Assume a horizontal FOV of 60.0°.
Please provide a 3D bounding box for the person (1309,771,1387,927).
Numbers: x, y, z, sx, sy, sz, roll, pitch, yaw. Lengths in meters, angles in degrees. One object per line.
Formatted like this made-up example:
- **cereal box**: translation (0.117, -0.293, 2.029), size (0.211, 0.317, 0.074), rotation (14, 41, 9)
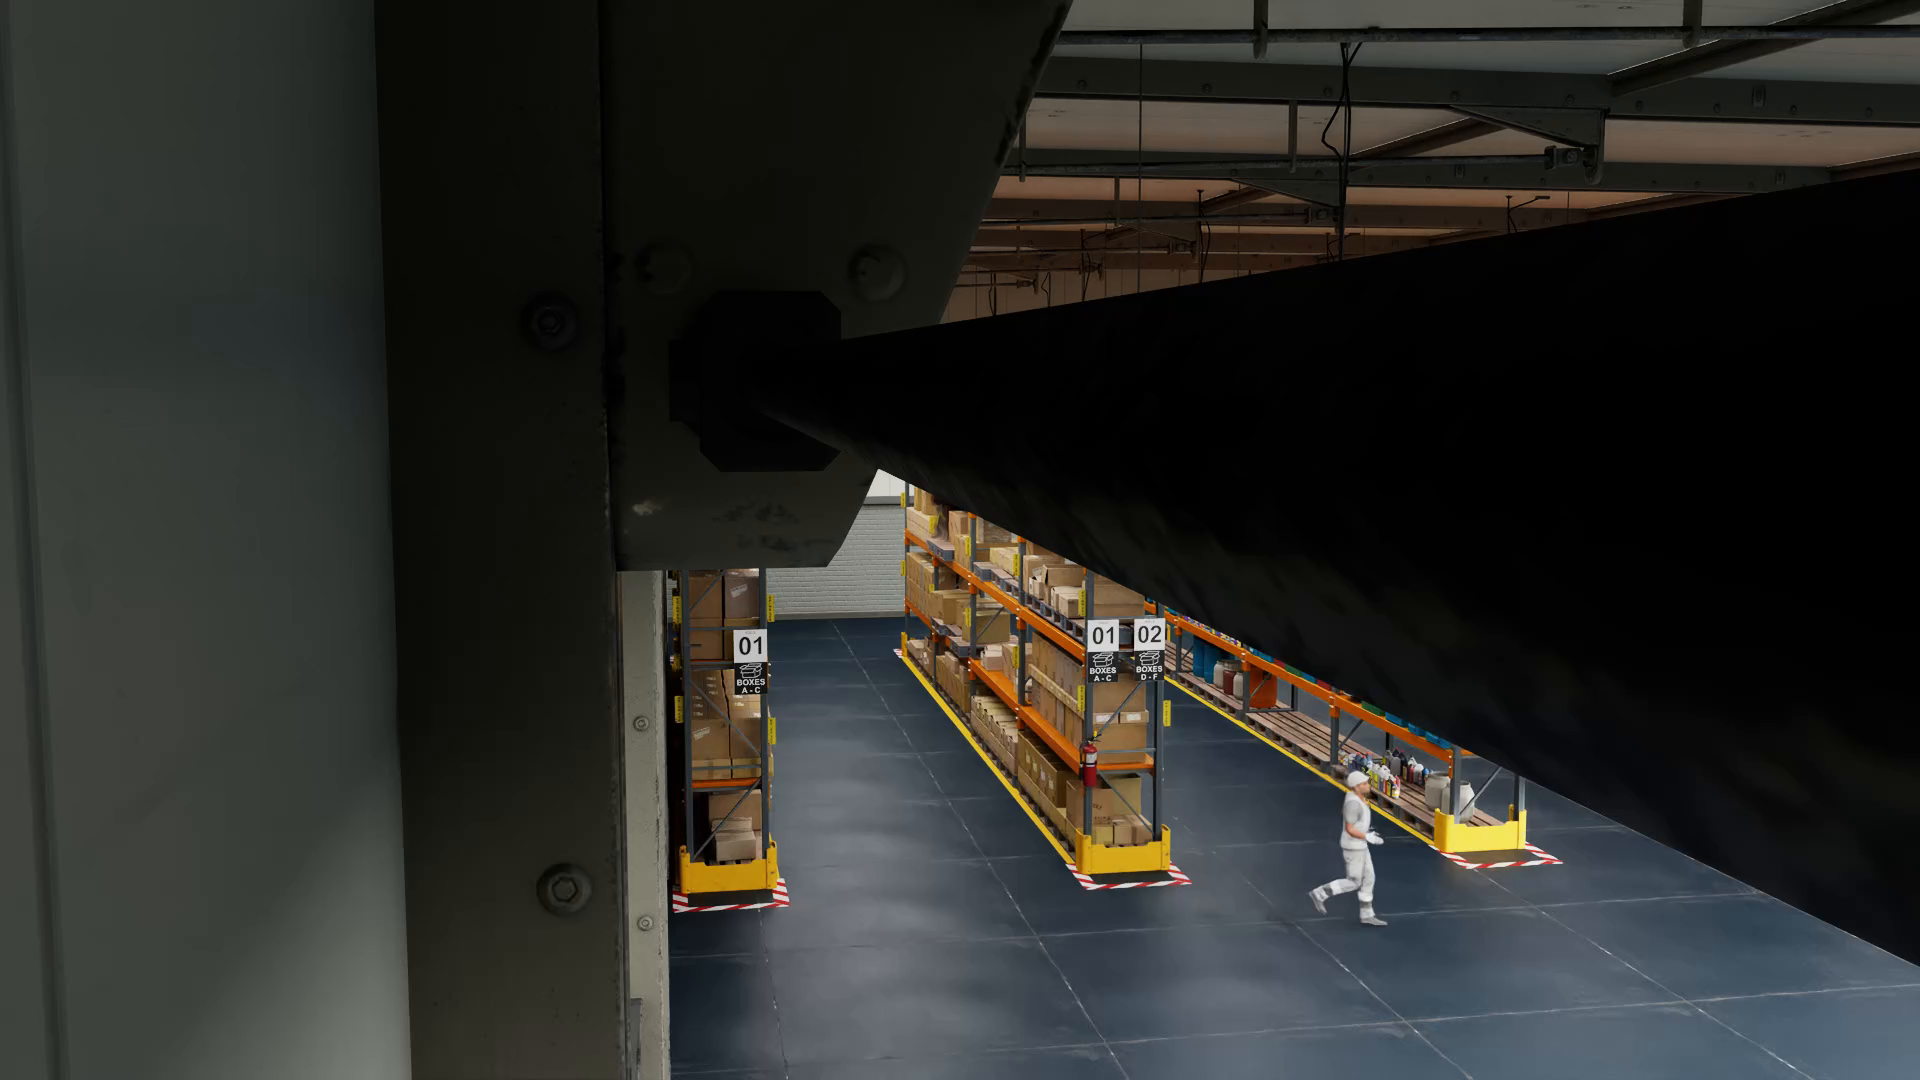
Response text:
- **person**: translation (4.442, 3.499, 18.936), size (0.874, 1.779, 0.664), rotation (2, 6, 17)
